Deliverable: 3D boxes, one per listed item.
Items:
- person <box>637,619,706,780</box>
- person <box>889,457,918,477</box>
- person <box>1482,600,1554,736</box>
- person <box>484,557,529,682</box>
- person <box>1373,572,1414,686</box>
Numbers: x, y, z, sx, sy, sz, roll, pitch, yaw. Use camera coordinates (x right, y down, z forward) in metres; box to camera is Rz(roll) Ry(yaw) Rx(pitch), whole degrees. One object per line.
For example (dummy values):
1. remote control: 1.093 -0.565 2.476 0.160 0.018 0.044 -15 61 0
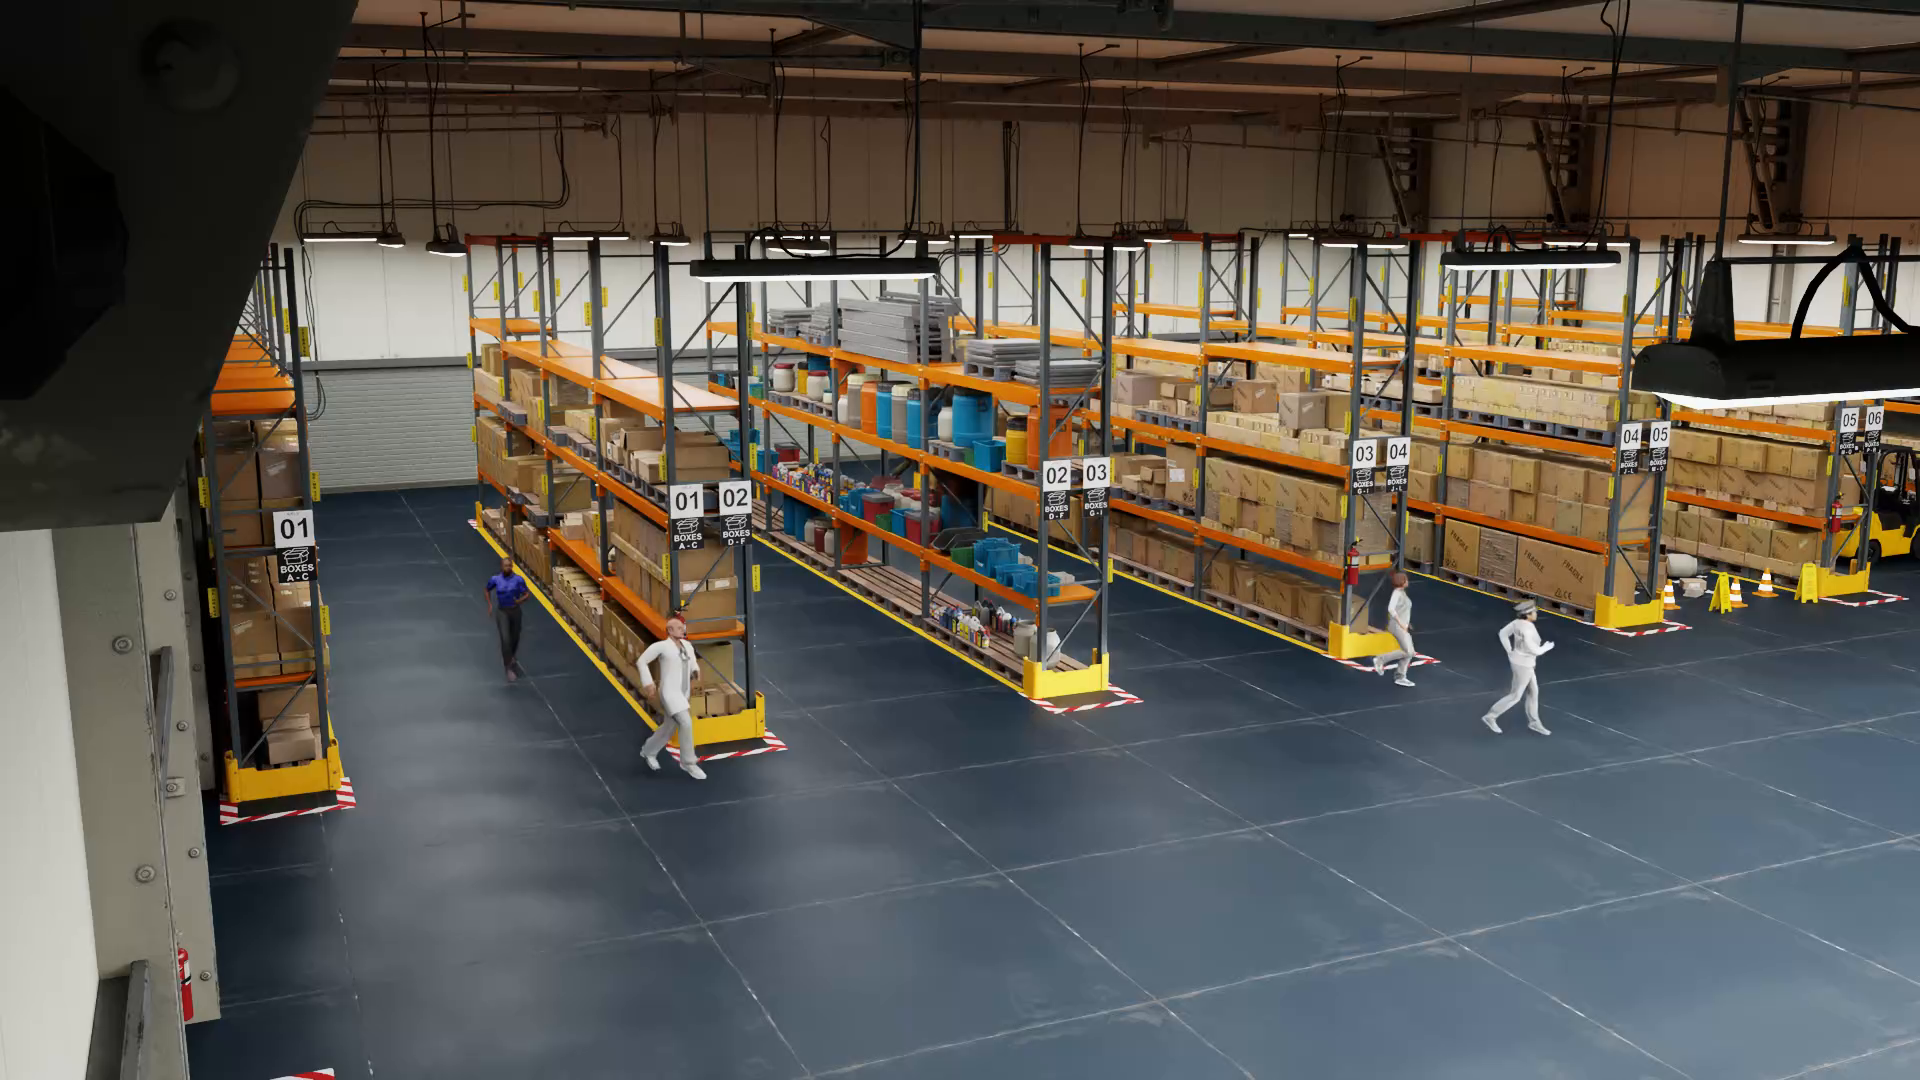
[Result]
1. person: -3.246 1.794 19.190 0.964 1.774 0.704 5 12 26
2. person: -1.159 -2.172 39.505 1.063 1.764 0.703 -2 11 -11
3. person: 6.891 1.579 20.444 0.867 1.722 0.597 1 11 5
4. person: -6.312 1.056 23.243 0.580 1.667 0.913 -5 12 -24
5. person: 6.013 1.210 22.903 0.572 1.537 0.605 3 11 17
